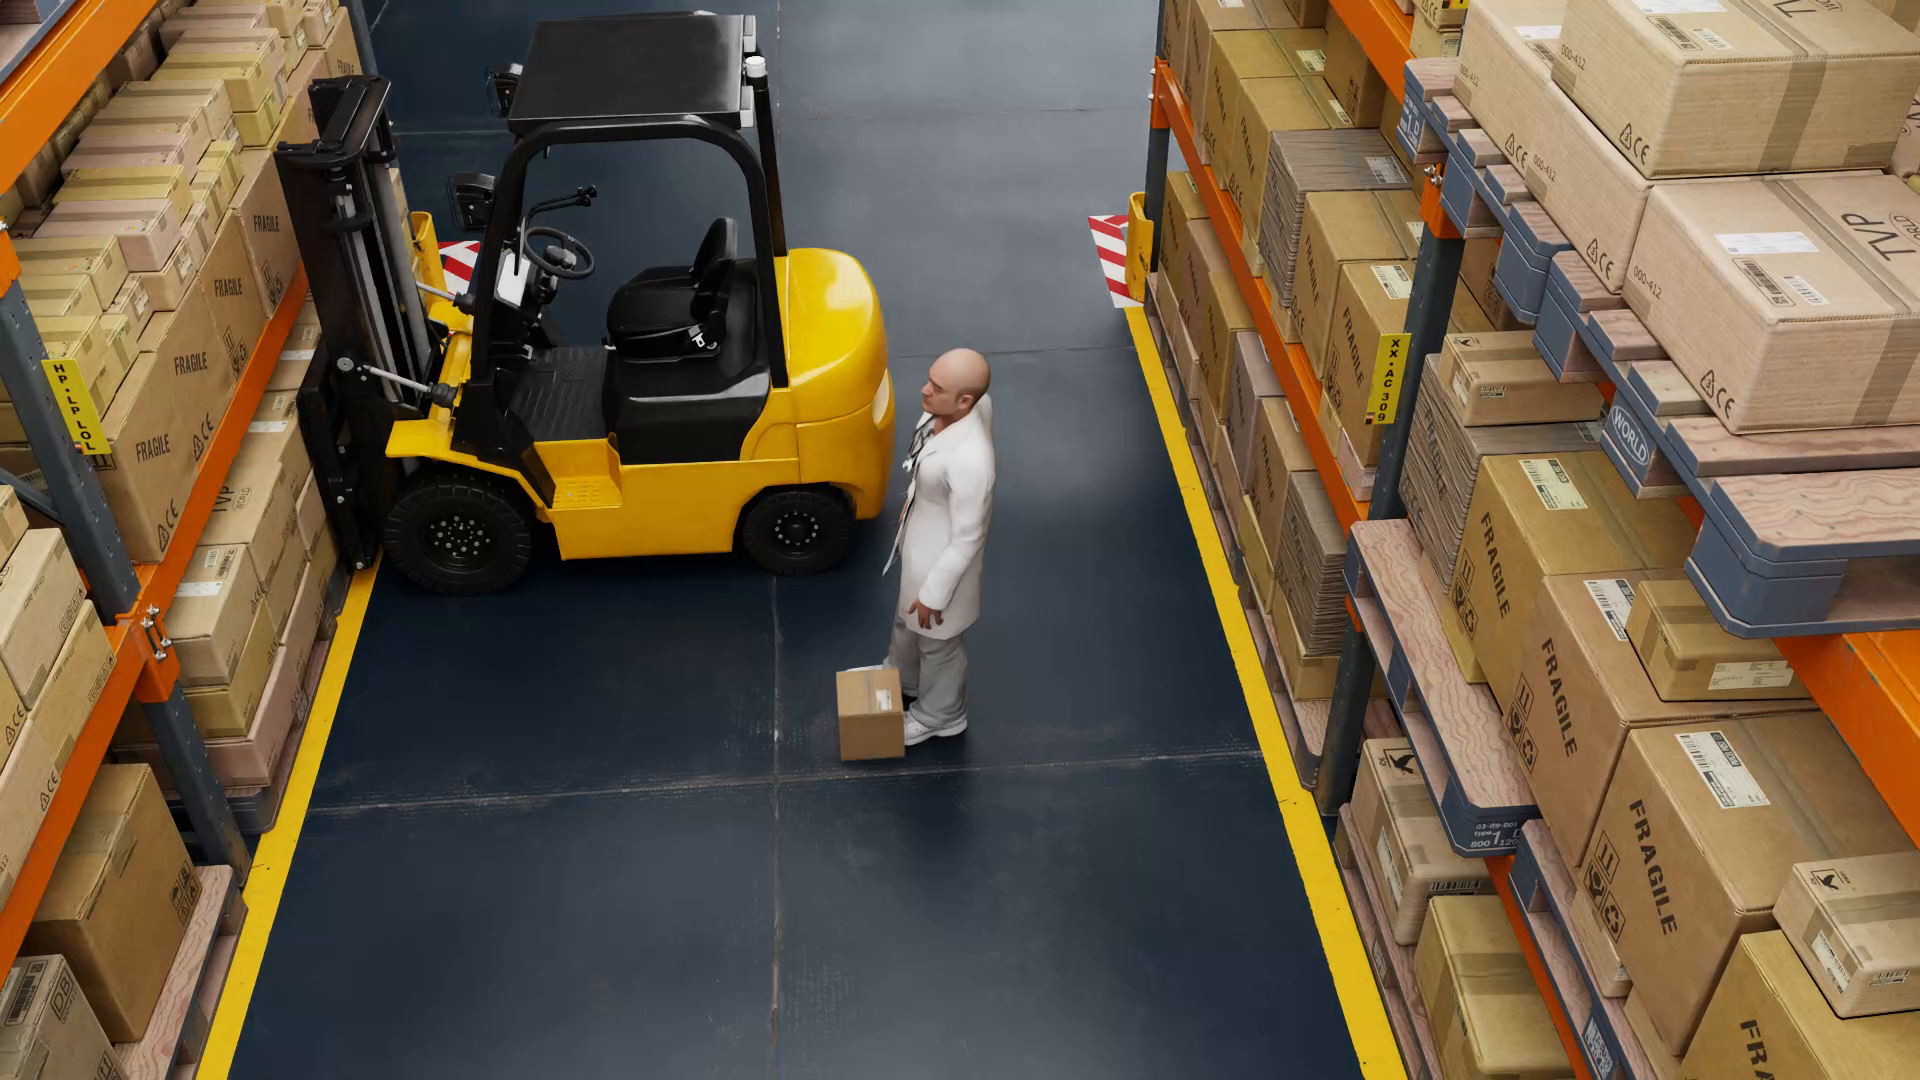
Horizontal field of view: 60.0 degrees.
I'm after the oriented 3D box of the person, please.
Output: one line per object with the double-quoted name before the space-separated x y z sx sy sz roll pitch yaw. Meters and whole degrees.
"person" -0.166 0.055 6.083 0.581 1.776 0.678 -3 39 -4
